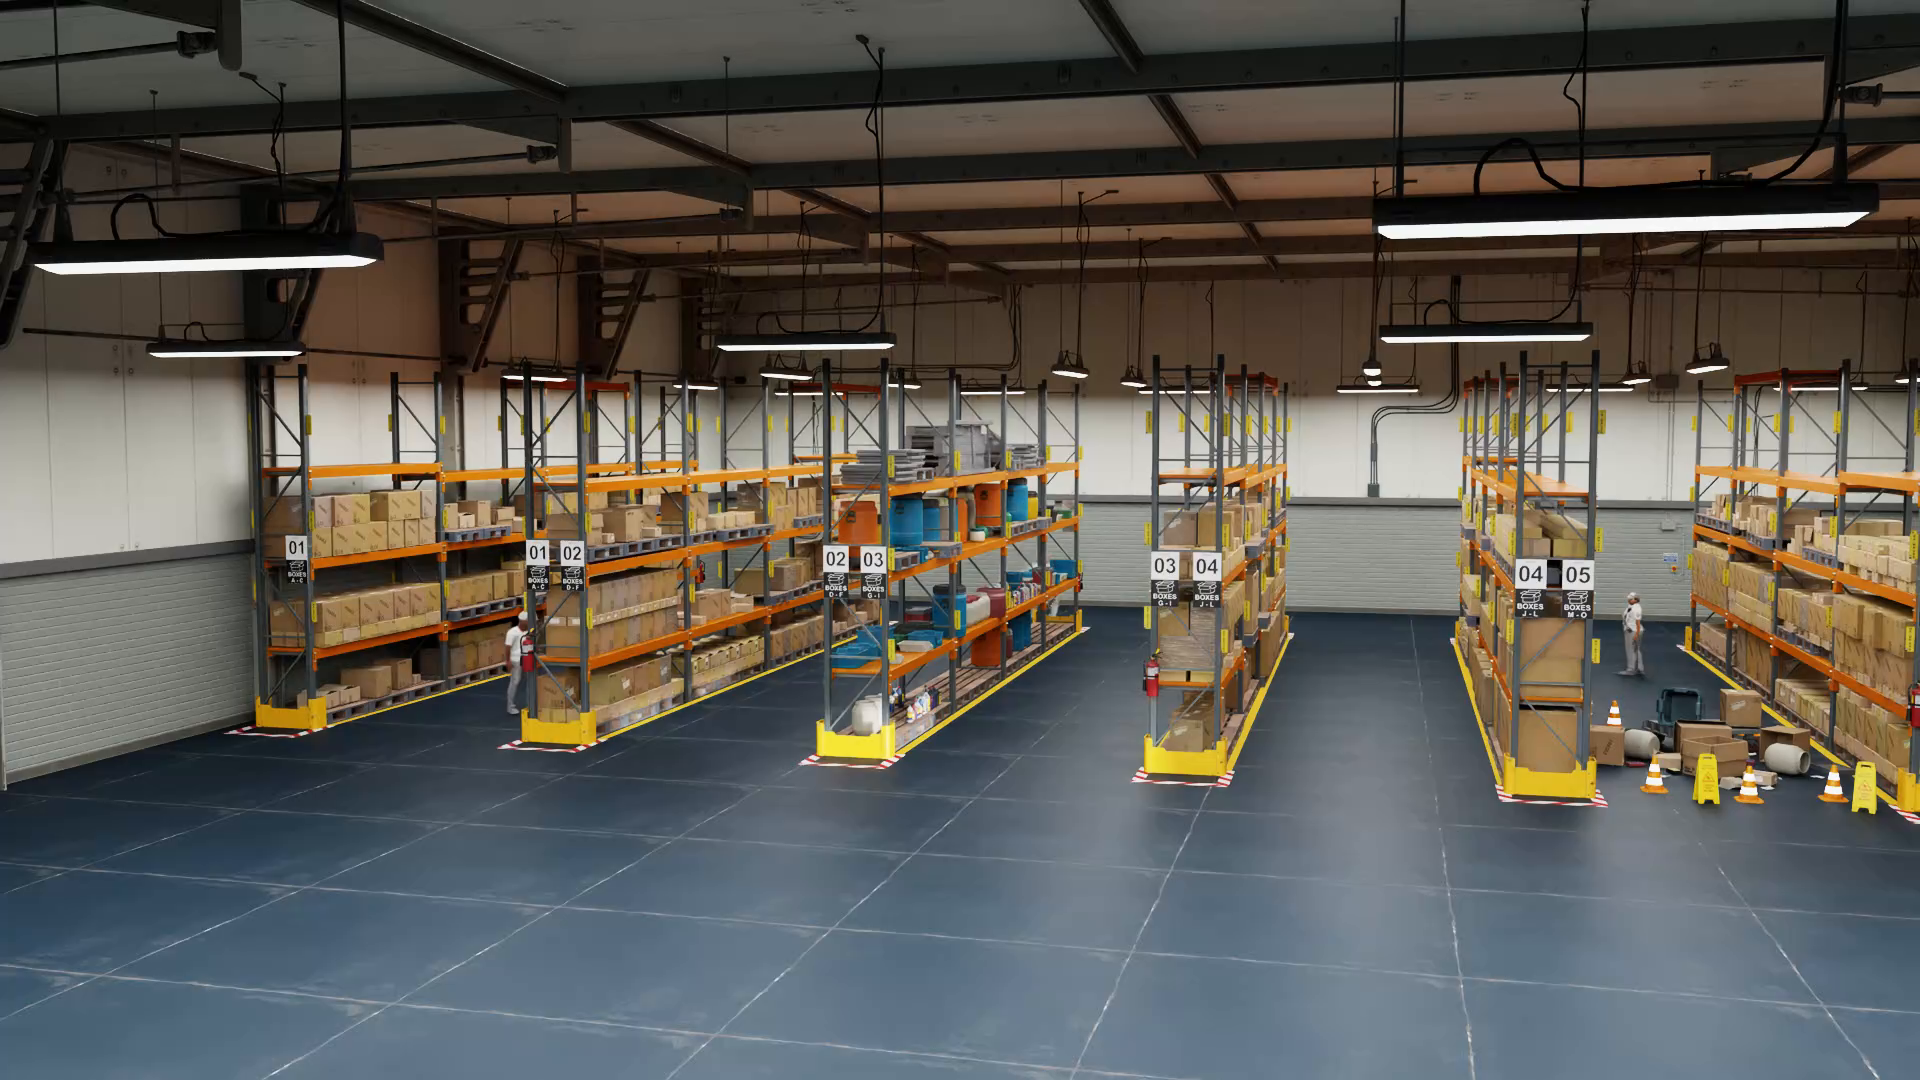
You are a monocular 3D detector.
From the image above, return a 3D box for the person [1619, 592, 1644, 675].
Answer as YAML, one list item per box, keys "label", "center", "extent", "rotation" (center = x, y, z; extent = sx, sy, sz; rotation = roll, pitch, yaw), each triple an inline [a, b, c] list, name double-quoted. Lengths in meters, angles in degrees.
- label: "person"
  center: [13.527, 1.878, 33.416]
  extent: [0.432, 1.668, 0.509]
  rotation: [3, 5, 33]

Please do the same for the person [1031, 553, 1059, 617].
- label: "person"
  center: [2.218, 1.195, 42.478]
  extent: [0.648, 1.739, 0.892]
  rotation: [-4, 5, -43]

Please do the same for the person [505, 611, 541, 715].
- label: "person"
  center: [-7.604, 2.120, 29.012]
  extent: [0.409, 1.770, 0.652]
  rotation: [4, 5, 43]
